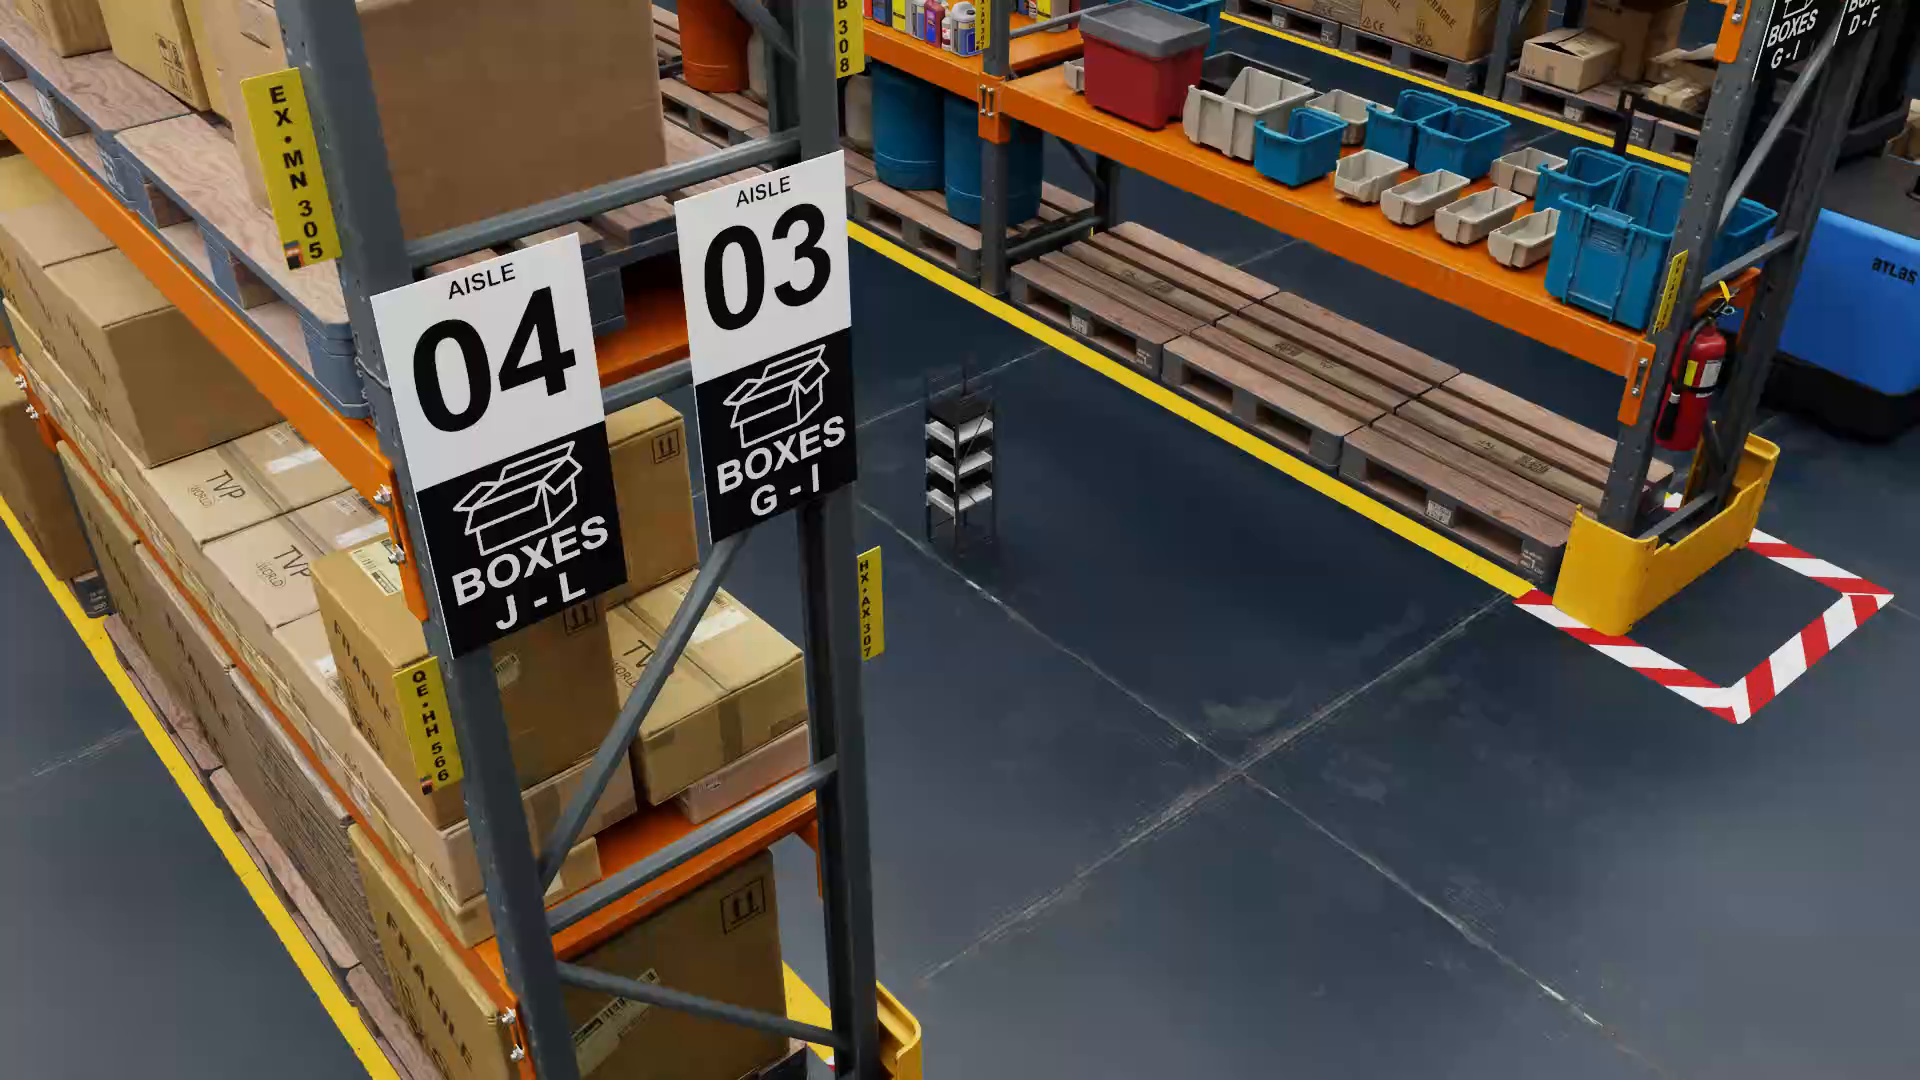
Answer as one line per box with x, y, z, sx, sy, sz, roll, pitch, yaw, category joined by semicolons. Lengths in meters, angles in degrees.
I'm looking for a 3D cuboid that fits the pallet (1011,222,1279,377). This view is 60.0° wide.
1.047;-1.409;9.557;1.003;0.211;1.213;-26;43;-32;pallet

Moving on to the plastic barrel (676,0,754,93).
-1.710;-3.699;11.892;0.600;0.830;0.708;-26;43;-32;plastic barrel

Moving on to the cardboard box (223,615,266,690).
-1.969;0.260;5.006;0.380;0.149;0.250;-26;43;-32;cardboard box

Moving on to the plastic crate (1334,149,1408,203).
1.880;-1.672;7.691;0.298;0.136;0.250;-26;43;-32;plastic crate

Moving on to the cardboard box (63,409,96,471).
-2.964;-0.421;5.966;0.380;0.149;0.250;-25;42;-30;cardboard box

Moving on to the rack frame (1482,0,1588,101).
4.329;-4.703;11.795;1.000;3.000;0.127;-26;43;-32;rack frame

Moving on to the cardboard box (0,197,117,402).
-2.816;-0.849;5.577;0.500;0.500;0.500;-26;43;-32;cardboard box

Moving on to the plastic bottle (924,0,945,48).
-0.143;-2.948;9.418;0.061;0.283;0.133;-26;43;-32;plastic bottle

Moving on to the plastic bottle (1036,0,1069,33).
0.537;-3.131;9.619;0.144;0.351;0.185;-26;43;-32;plastic bottle

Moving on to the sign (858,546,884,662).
-0.232;0.166;4.102;0.100;0.325;0.005;-26;43;-32;sign

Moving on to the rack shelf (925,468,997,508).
0.005;-0.263;7.556;0.258;0.077;0.200;-26;43;-32;rack shelf

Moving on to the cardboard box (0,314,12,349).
-3.752;-1.155;6.699;0.500;0.500;0.500;-26;43;-32;cardboard box

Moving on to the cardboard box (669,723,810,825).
-0.637;0.579;4.555;0.380;0.149;0.250;-25;43;-31;cardboard box

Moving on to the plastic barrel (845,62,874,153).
-0.549;-2.855;10.975;0.421;0.512;0.421;0;35;0;plastic barrel

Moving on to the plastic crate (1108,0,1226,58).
1.104;-2.796;9.065;0.392;0.384;0.575;-26;43;-32;plastic crate

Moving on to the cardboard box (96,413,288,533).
-2.482;-0.317;5.475;0.500;0.250;0.500;-25;42;-31;cardboard box

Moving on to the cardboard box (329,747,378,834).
-1.472;0.598;4.527;0.380;0.149;0.250;-26;43;-32;cardboard box

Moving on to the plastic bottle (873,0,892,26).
-0.420;-3.202;9.719;0.144;0.351;0.185;-26;43;-32;plastic bottle

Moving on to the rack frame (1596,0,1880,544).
3.124;-1.091;6.695;1.000;3.000;0.127;-26;43;-32;rack frame

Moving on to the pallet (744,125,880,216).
-0.715;-2.614;11.259;1.003;0.211;1.213;-26;43;-32;pallet

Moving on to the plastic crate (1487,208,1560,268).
2.459;-1.301;7.167;0.396;0.136;0.243;-26;43;-32;plastic crate

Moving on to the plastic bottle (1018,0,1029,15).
0.394;-3.272;9.886;0.097;0.271;0.097;0;35;0;plastic bottle

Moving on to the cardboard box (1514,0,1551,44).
4.203;-4.167;12.820;0.500;0.500;0.500;-28;44;-34;cardboard box

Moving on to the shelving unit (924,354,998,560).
0.005;-0.364;7.485;0.258;0.900;0.210;-26;43;-32;shelving unit

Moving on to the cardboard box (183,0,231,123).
-1.307;-1.224;3.751;0.700;0.500;0.500;-28;44;-33;cardboard box

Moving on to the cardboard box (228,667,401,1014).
-1.721;0.797;5.504;0.875;0.875;0.875;-26;43;-32;cardboard box

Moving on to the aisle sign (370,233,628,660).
-0.843;-0.161;3.133;0.394;0.787;0.004;-26;43;-32;aisle sign

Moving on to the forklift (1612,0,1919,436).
4.085;-2.504;8.749;1.130;2.935;3.031;-25;42;-31;forklift

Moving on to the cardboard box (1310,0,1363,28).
3.155;-4.416;13.173;0.500;0.500;0.500;-25;43;-31;cardboard box

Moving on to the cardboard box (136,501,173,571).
-2.468;-0.081;5.486;0.380;0.149;0.250;-25;43;-31;cardboard box

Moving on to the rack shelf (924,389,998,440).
0.005;-0.557;7.348;0.258;0.077;0.200;-26;43;-32;rack shelf

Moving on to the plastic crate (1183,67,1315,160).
1.387;-2.090;8.157;0.437;0.282;0.530;-26;43;-32;plastic crate

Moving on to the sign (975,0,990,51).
0.121;-2.766;8.820;0.100;0.325;0.005;-26;43;-32;sign

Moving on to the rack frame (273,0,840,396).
-0.660;-1.692;2.353;1.000;3.000;0.127;-26;43;-32;rack frame

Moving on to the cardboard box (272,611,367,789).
-1.502;0.357;4.523;0.500;0.250;0.500;-27;43;-33;cardboard box

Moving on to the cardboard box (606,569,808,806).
-0.763;0.383;4.486;0.500;0.250;0.500;-27;43;-33;cardboard box

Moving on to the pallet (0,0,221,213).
-1.938;-1.294;4.464;1.003;0.211;1.213;-26;43;-32;pallet

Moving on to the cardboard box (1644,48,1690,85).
5.201;-3.430;12.084;0.380;0.149;0.250;-26;43;-32;cardboard box

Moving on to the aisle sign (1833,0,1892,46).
3.397;-2.231;6.056;0.394;0.787;0.004;-26;43;-32;aisle sign

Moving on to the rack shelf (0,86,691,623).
-1.951;-1.057;4.675;1.077;0.370;4.000;-26;43;-32;rack shelf

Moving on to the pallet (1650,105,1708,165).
5.563;-2.722;11.412;1.003;0.211;1.213;-26;43;-32;pallet

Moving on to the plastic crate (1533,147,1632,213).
2.791;-1.570;7.464;0.416;0.233;0.300;-26;43;-32;plastic crate

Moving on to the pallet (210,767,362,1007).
-2.019;1.032;6.110;1.003;0.211;1.213;-26;43;-32;pallet

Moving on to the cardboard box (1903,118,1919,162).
6.453;-2.561;10.769;0.500;0.250;0.500;-26;43;-32;cardboard box

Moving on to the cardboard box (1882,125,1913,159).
5.781;-2.573;10.786;0.500;0.250;0.500;-26;43;-32;cardboard box

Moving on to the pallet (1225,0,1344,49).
2.983;-4.449;13.849;1.003;0.211;1.213;-26;43;-32;pallet

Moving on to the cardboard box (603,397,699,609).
-1.086;-0.143;4.581;0.500;0.500;0.500;-27;43;-33;cardboard box

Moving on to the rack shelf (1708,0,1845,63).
1.833;-2.905;7.283;1.077;0.370;4.000;-26;43;-32;rack shelf

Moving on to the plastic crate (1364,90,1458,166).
2.173;-1.993;8.062;0.416;0.233;0.300;-26;43;-32;plastic crate
